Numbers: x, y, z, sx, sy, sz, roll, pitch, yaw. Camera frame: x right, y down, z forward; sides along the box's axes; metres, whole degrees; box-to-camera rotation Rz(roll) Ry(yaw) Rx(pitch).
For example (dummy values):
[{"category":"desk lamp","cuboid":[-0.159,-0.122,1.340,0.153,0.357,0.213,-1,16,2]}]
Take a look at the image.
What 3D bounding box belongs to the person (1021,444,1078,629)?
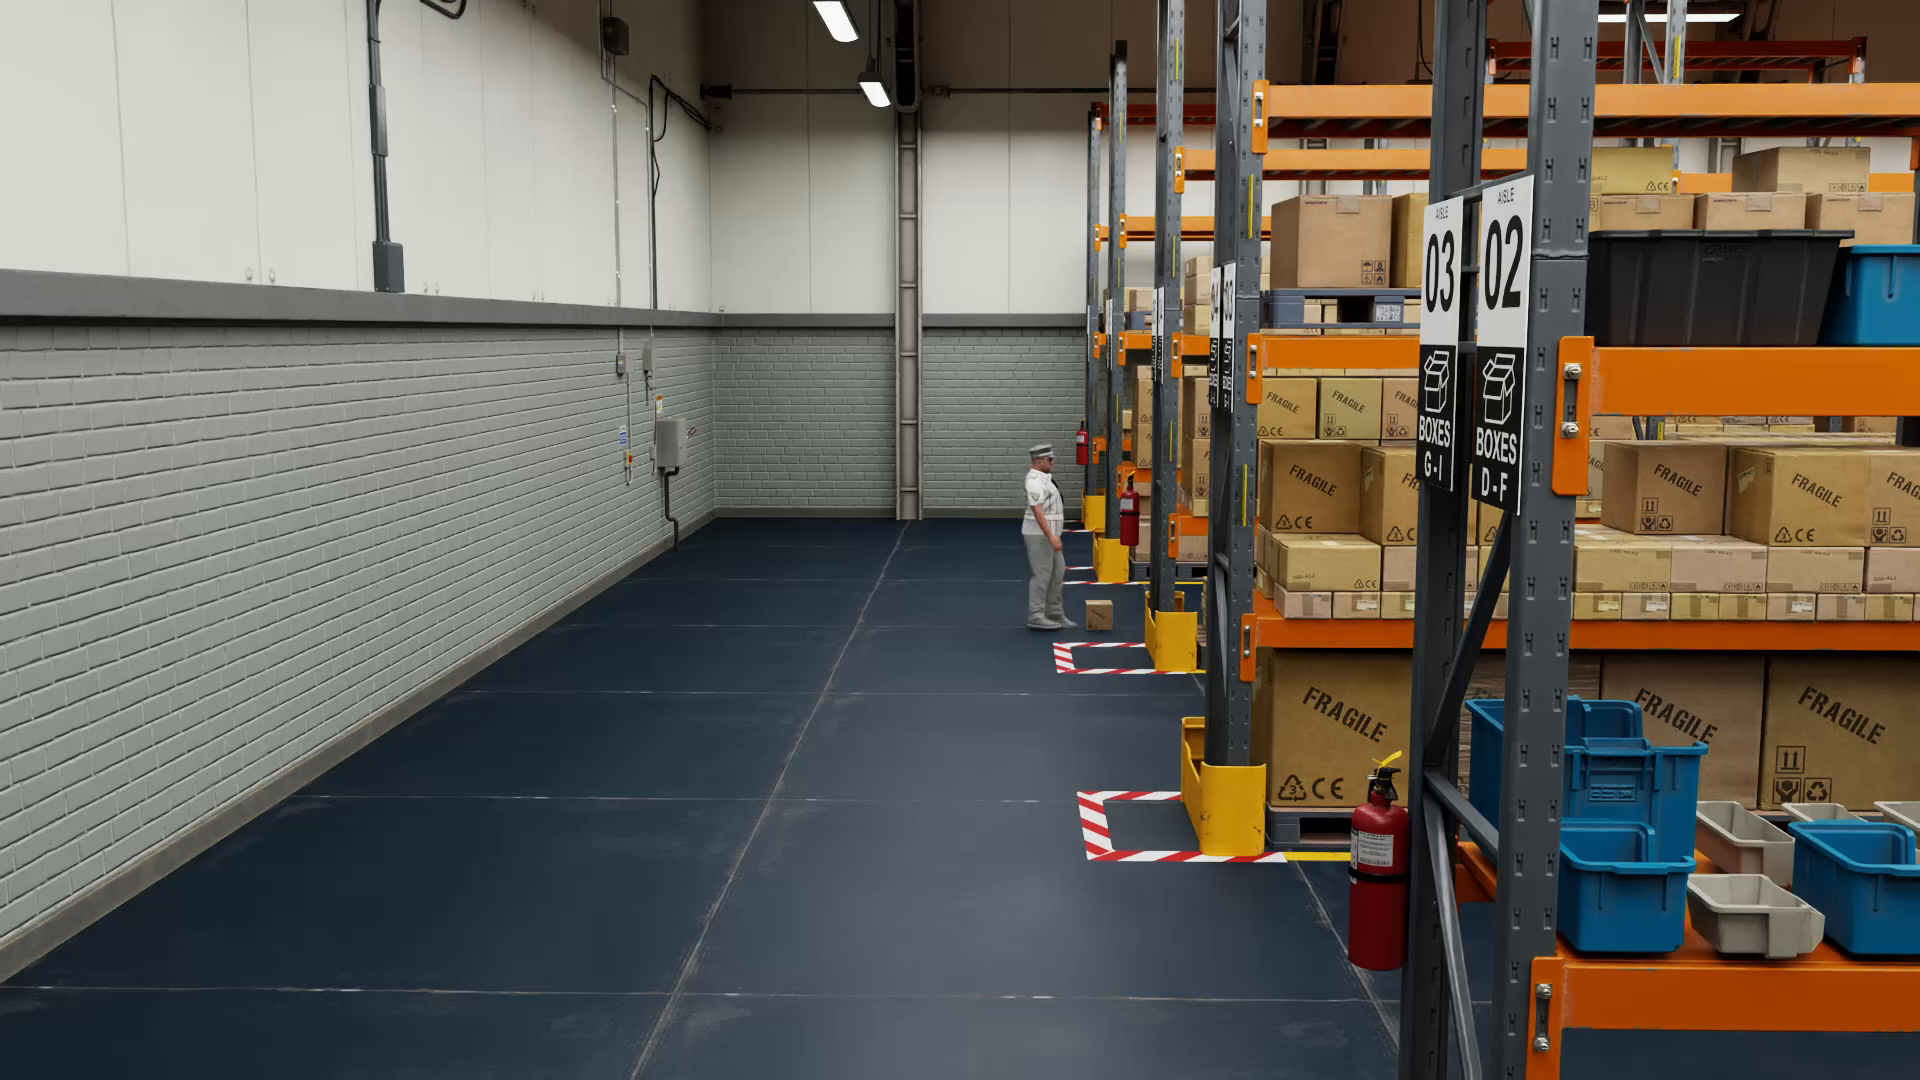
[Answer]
[{"category":"person","cuboid":[0.852,-0.017,15.873,0.514,1.808,0.577,2,7,14]}]
